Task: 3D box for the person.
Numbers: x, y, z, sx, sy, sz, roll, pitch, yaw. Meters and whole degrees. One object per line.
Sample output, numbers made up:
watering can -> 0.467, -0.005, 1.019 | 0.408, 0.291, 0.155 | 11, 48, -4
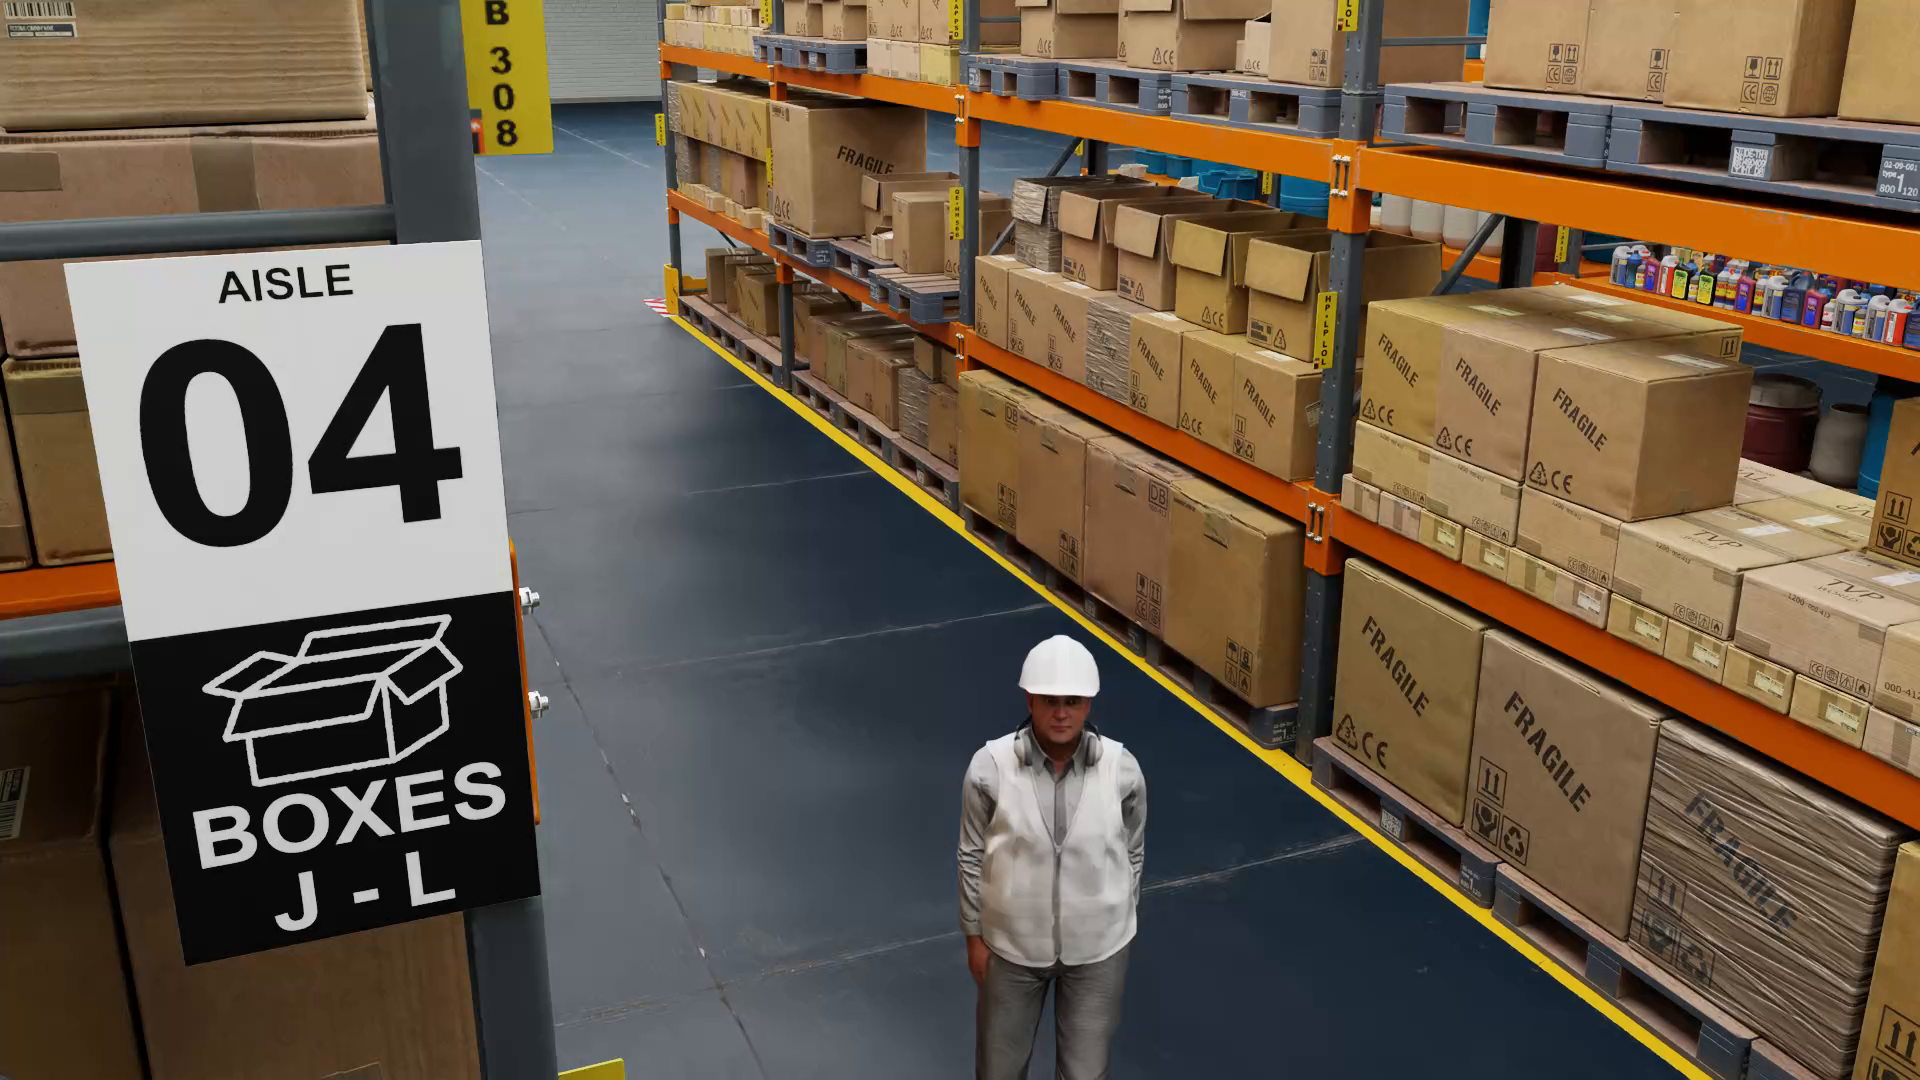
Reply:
person -> 0.255, 1.099, 4.735 | 0.527, 1.751, 0.664 | 0, 19, 1
